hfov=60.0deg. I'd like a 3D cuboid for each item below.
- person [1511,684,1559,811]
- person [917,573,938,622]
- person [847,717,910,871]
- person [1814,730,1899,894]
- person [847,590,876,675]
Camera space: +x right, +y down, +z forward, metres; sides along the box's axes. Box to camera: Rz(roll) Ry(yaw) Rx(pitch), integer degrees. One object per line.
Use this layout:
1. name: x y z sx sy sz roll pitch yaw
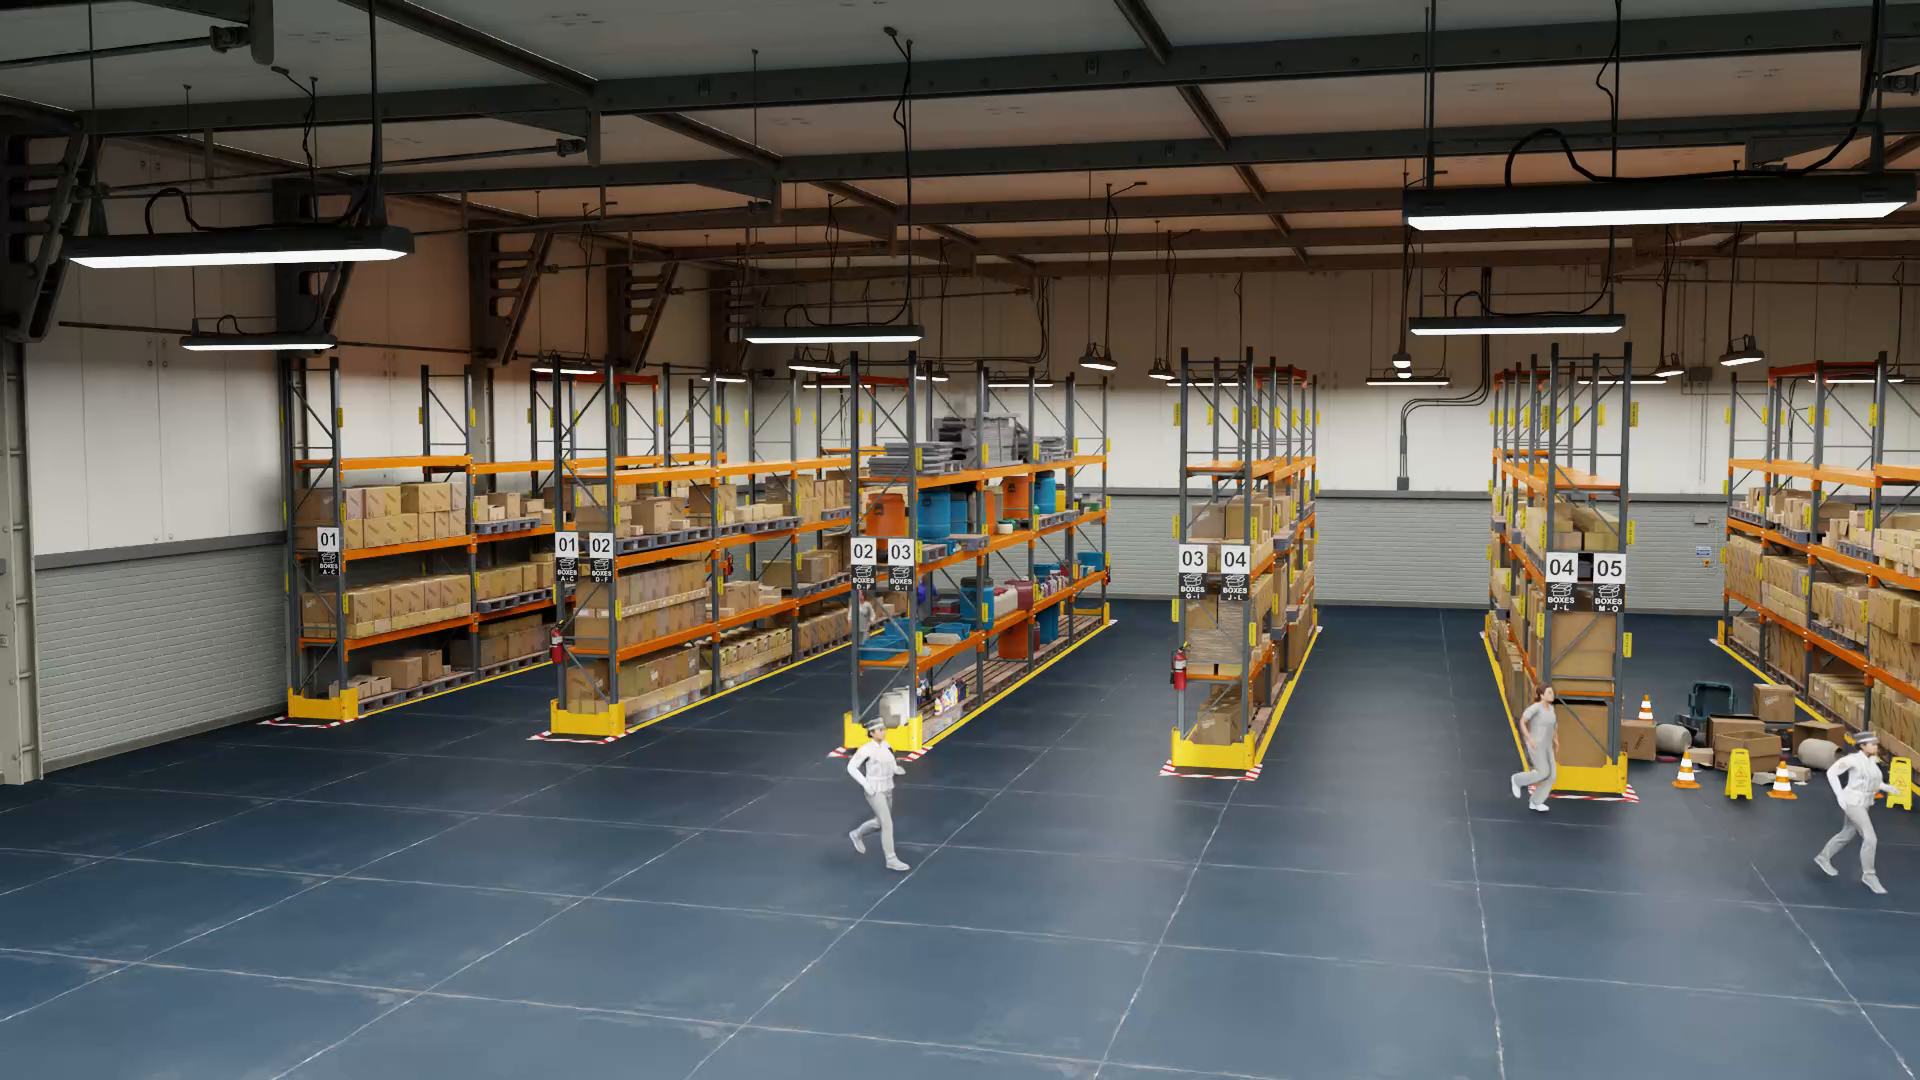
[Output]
1. person: 7.415 2.638 21.352 0.611 1.610 0.562 -3 5 -33
2. person: -0.780 1.517 36.521 0.580 1.607 0.687 0 4 7
3. person: -0.924 2.793 18.525 0.896 1.670 0.622 3 5 34
4. person: 9.582 2.872 17.804 0.541 1.718 0.862 -3 5 -36
5. person: -1.821 1.687 30.659 0.537 1.570 0.513 0 4 1
